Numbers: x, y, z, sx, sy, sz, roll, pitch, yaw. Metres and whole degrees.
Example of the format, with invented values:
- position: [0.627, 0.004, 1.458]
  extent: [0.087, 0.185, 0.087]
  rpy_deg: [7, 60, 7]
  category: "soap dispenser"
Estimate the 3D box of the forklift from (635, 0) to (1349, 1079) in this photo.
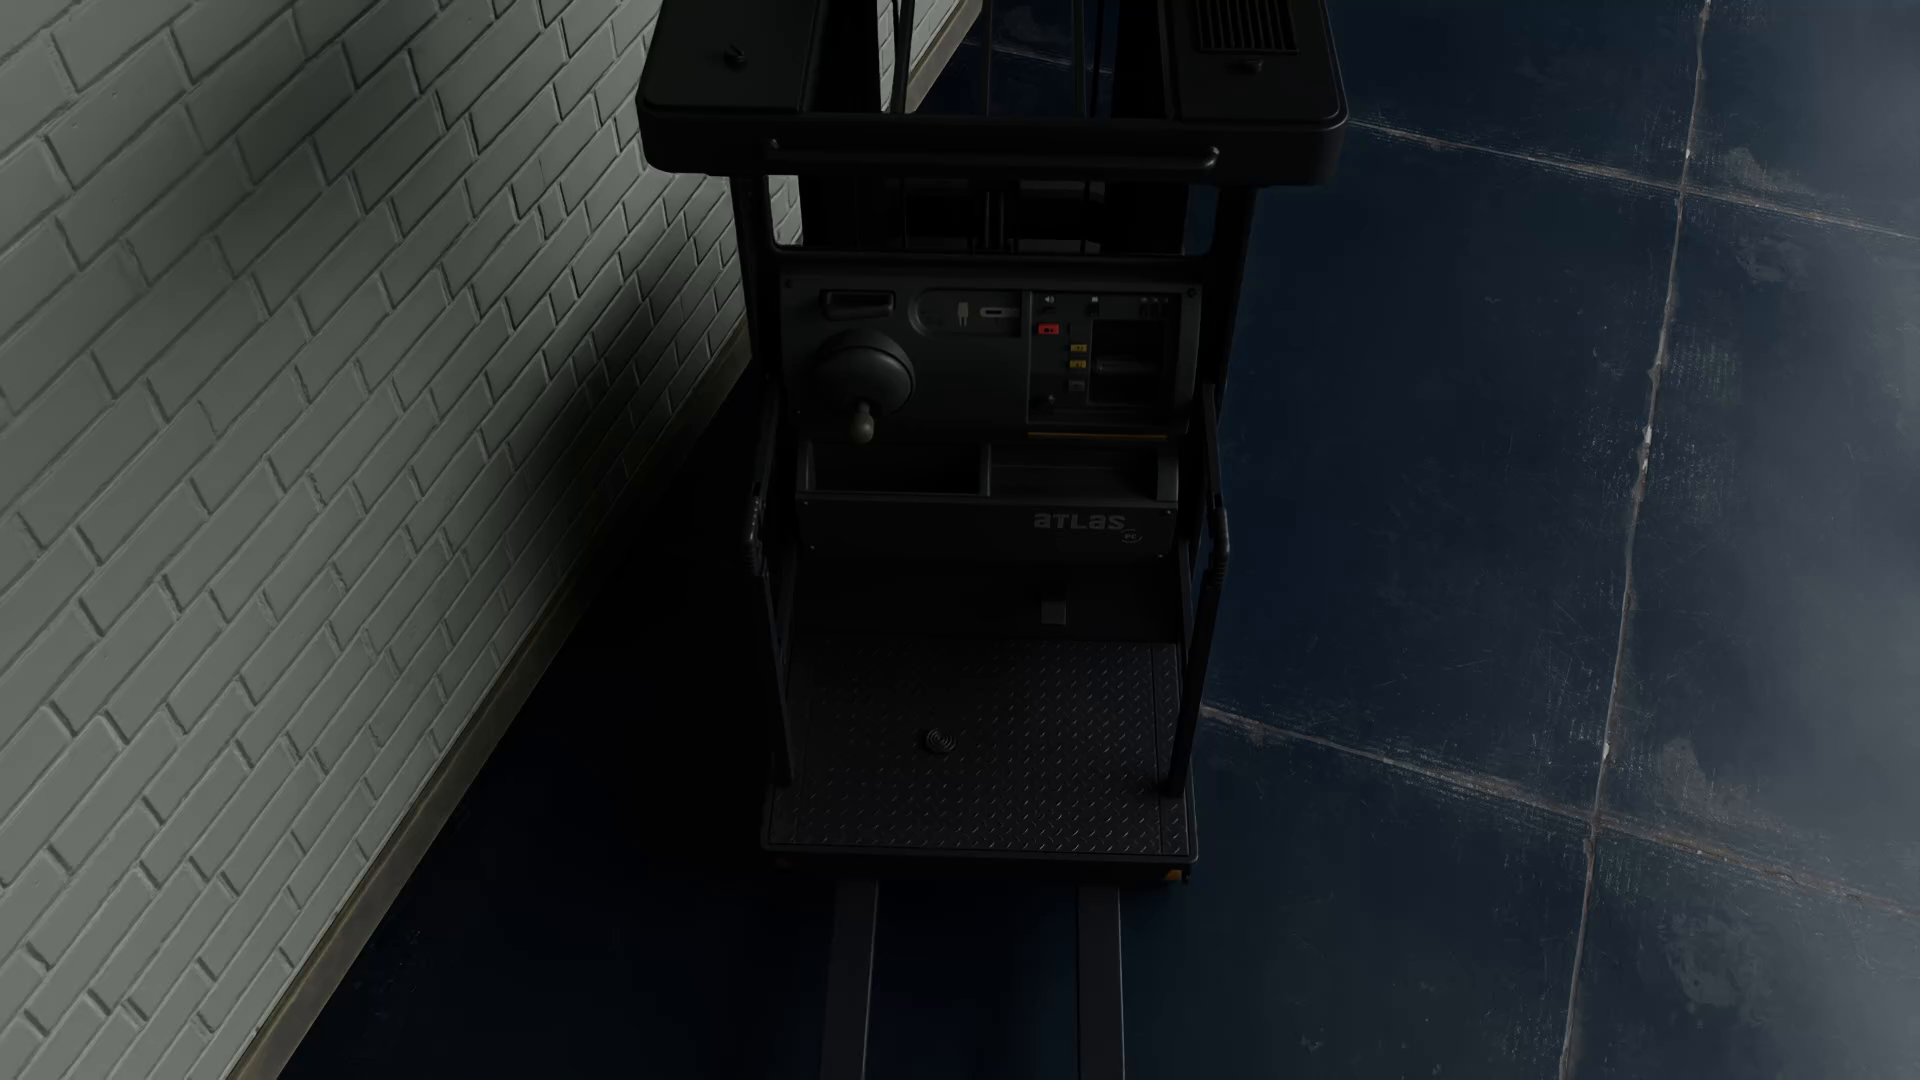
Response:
- position: [0.060, -0.305, 3.575]
  extent: [1.130, 2.935, 3.031]
  rpy_deg: [1, 49, 1]
  category: "forklift"
